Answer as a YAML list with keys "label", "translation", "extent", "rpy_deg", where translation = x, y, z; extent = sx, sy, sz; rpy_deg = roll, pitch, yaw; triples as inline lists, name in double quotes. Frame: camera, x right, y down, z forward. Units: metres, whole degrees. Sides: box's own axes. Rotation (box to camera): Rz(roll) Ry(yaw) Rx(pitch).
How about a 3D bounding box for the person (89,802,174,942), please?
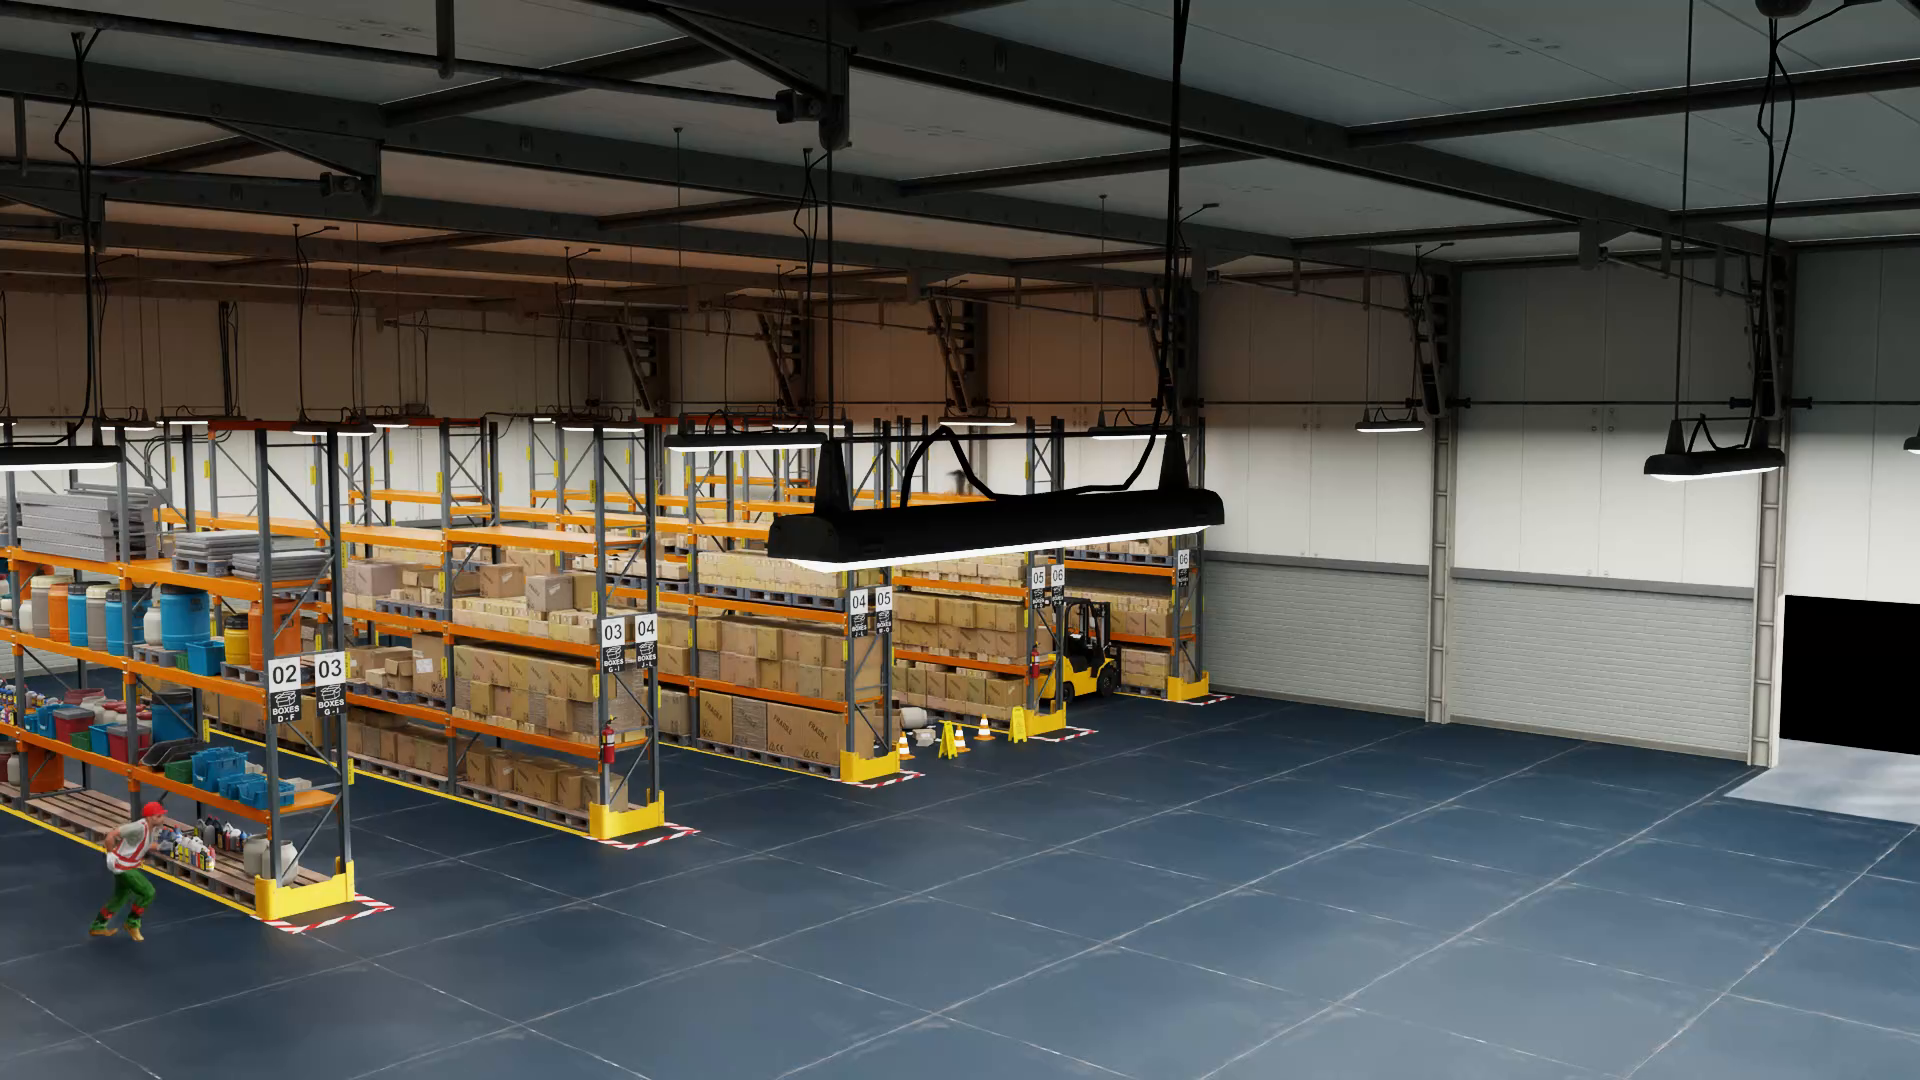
- label: "person"
  translation: [-9.742, 3.902, 19.467]
  extent: [0.980, 1.673, 0.713]
  rpy_deg: [0, 5, -2]
